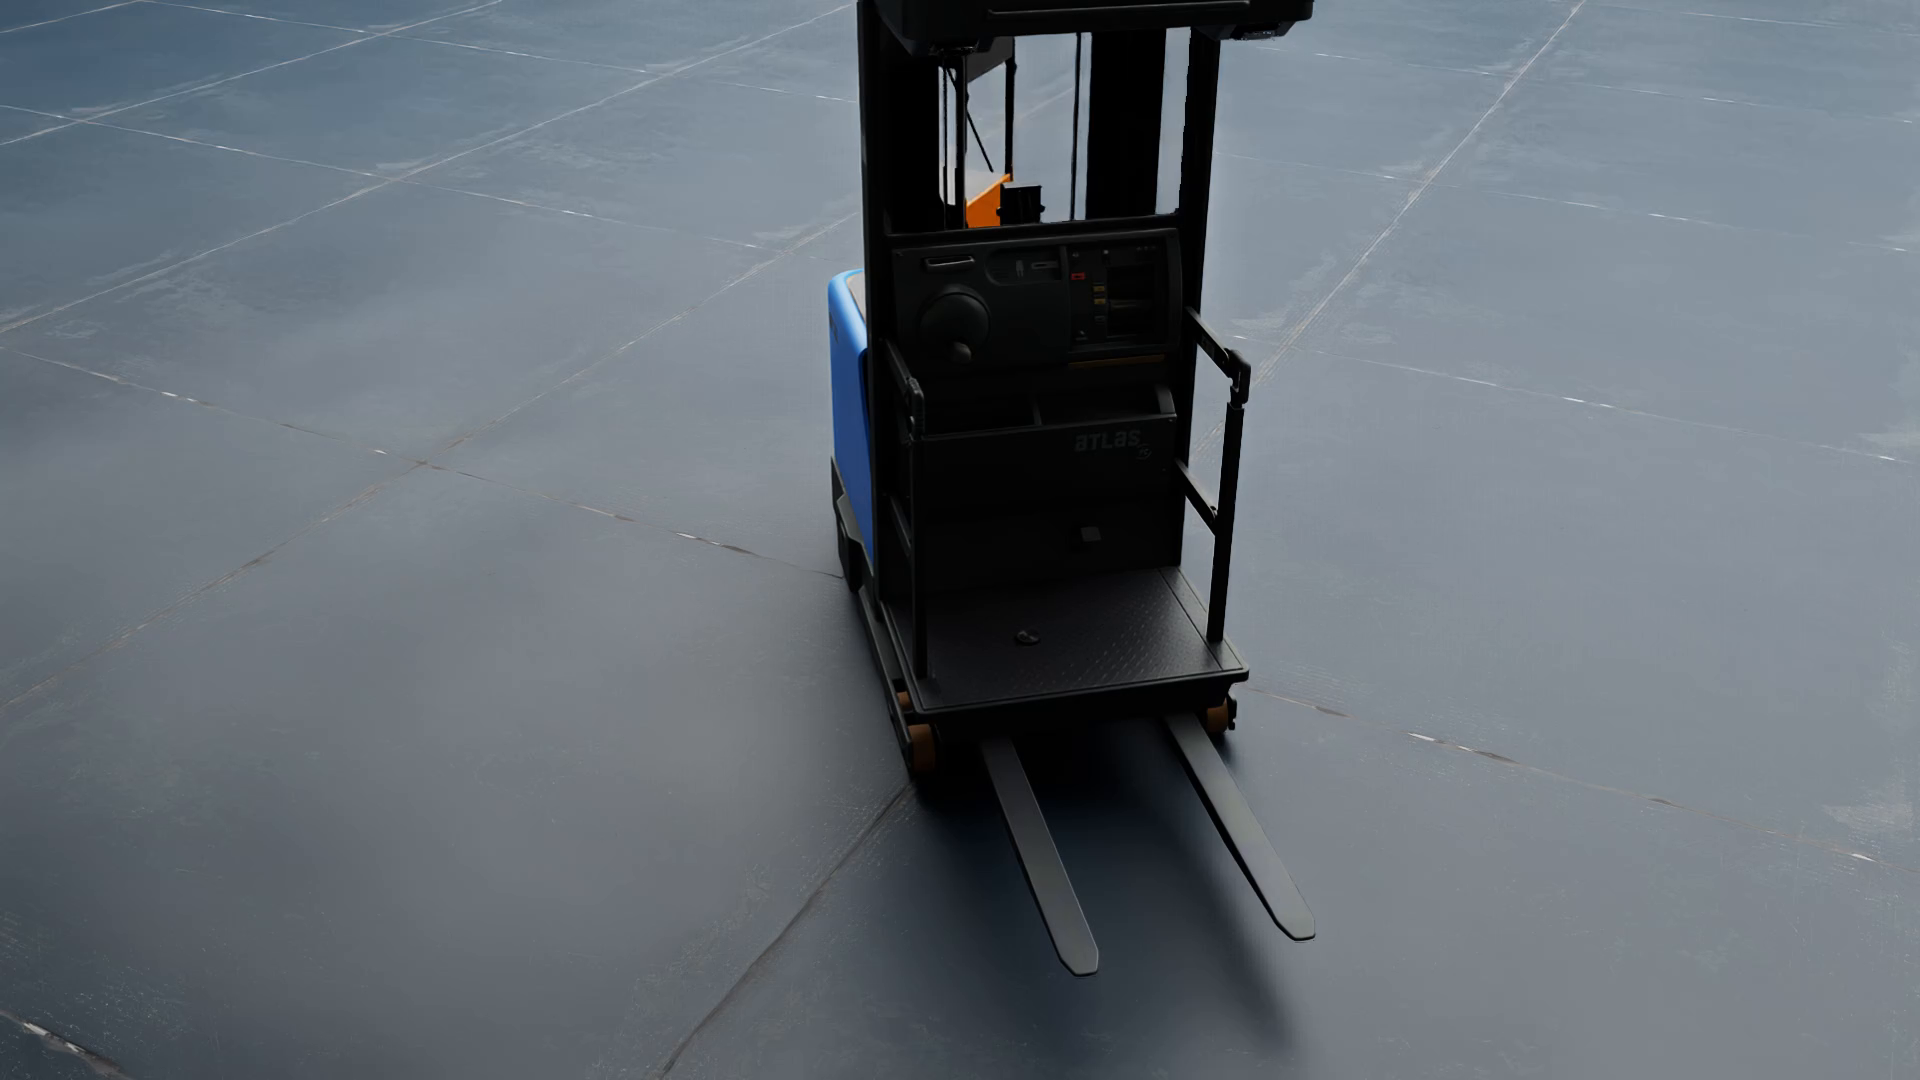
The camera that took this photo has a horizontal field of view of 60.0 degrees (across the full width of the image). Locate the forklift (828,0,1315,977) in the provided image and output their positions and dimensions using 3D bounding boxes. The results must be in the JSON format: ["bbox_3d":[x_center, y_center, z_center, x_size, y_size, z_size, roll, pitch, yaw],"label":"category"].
[{"bbox_3d":[0.297,-0.715,5.051,1.130,2.935,3.031,-6,30,-11],"label":"forklift"}]

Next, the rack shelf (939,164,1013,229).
[{"bbox_3d":[-0.068,-1.251,6.847,0.431,0.518,0.480,13,32,21],"label":"rack shelf"}]

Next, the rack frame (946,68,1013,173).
[{"bbox_3d":[0.031,-1.374,7.034,0.400,2.100,0.015,13,32,21],"label":"rack frame"}]

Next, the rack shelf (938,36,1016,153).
[{"bbox_3d":[-0.068,-1.858,6.499,0.431,0.518,0.480,13,32,21],"label":"rack shelf"}]

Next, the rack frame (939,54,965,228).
[{"bbox_3d":[-0.167,-1.152,6.647,0.400,2.100,0.015,13,32,21],"label":"rack frame"}]

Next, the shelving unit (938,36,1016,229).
[{"bbox_3d":[-0.068,-1.263,6.841,0.431,2.100,0.503,13,32,21],"label":"shelving unit"}]
